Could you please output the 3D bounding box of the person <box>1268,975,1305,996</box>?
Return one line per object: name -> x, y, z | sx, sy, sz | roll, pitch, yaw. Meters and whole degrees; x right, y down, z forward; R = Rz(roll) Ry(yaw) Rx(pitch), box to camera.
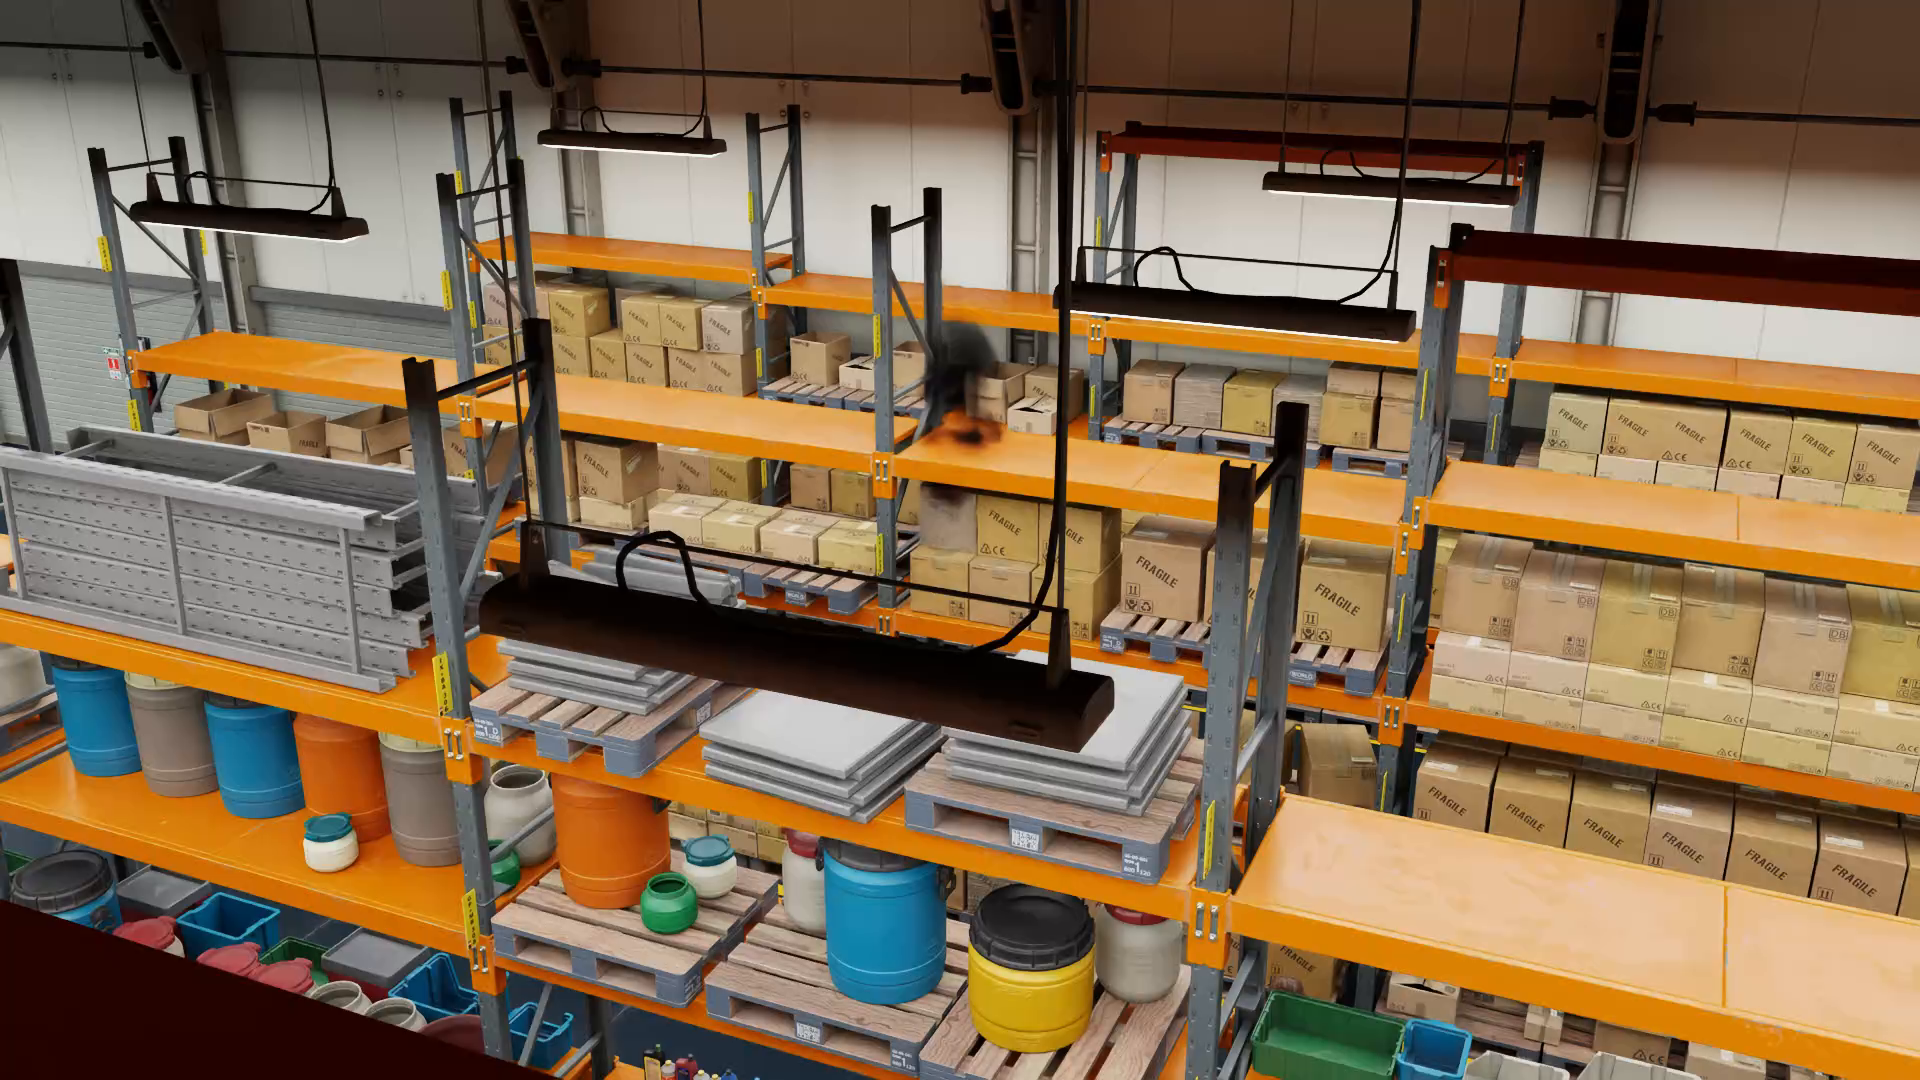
person -> 2.235, 3.567, 10.981 | 0.760, 1.577, 0.529 | 4, 21, 11
